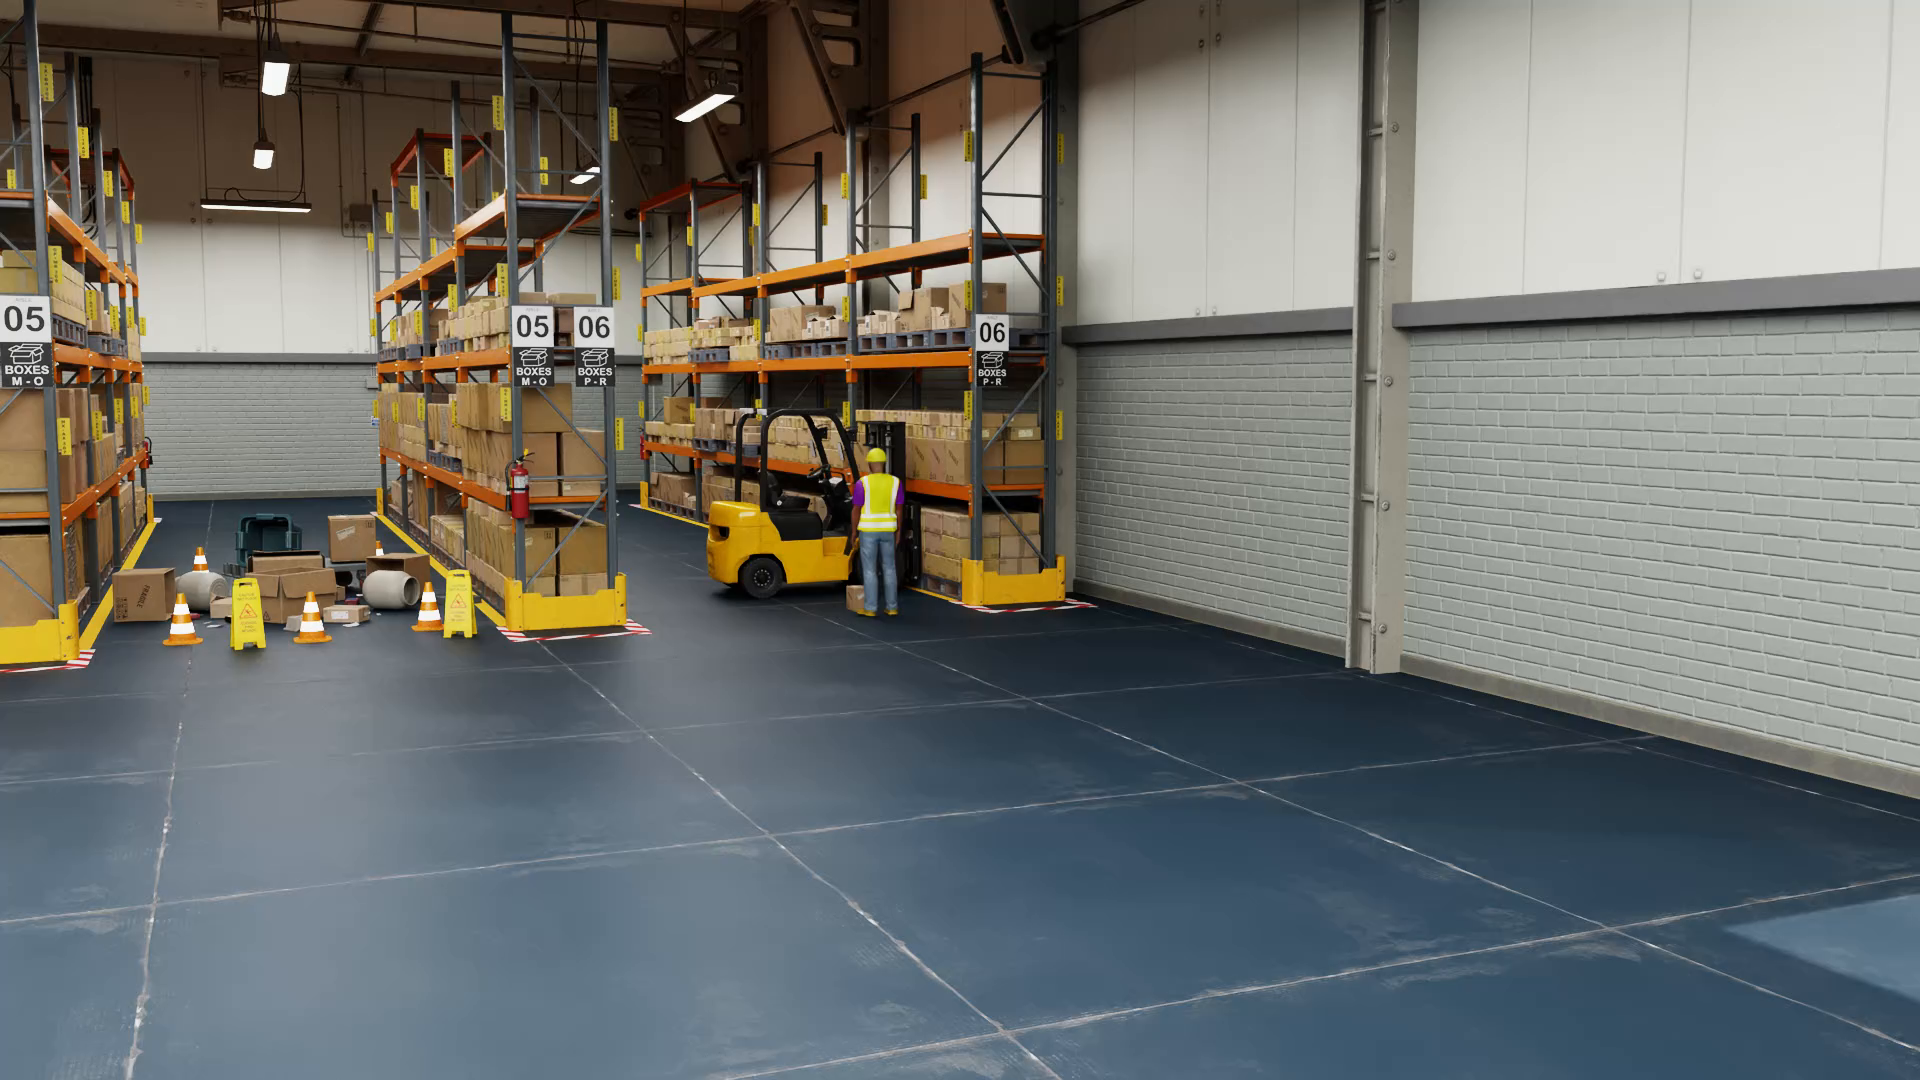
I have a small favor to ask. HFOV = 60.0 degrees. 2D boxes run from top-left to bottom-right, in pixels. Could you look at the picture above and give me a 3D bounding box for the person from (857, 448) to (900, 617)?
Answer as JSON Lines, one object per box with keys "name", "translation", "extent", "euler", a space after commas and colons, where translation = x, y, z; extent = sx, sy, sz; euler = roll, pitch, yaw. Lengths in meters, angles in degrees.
{"name": "person", "translation": [-0.863, -0.085, 17.502], "extent": [0.455, 1.765, 0.352], "euler": [-2, 6, -22]}
